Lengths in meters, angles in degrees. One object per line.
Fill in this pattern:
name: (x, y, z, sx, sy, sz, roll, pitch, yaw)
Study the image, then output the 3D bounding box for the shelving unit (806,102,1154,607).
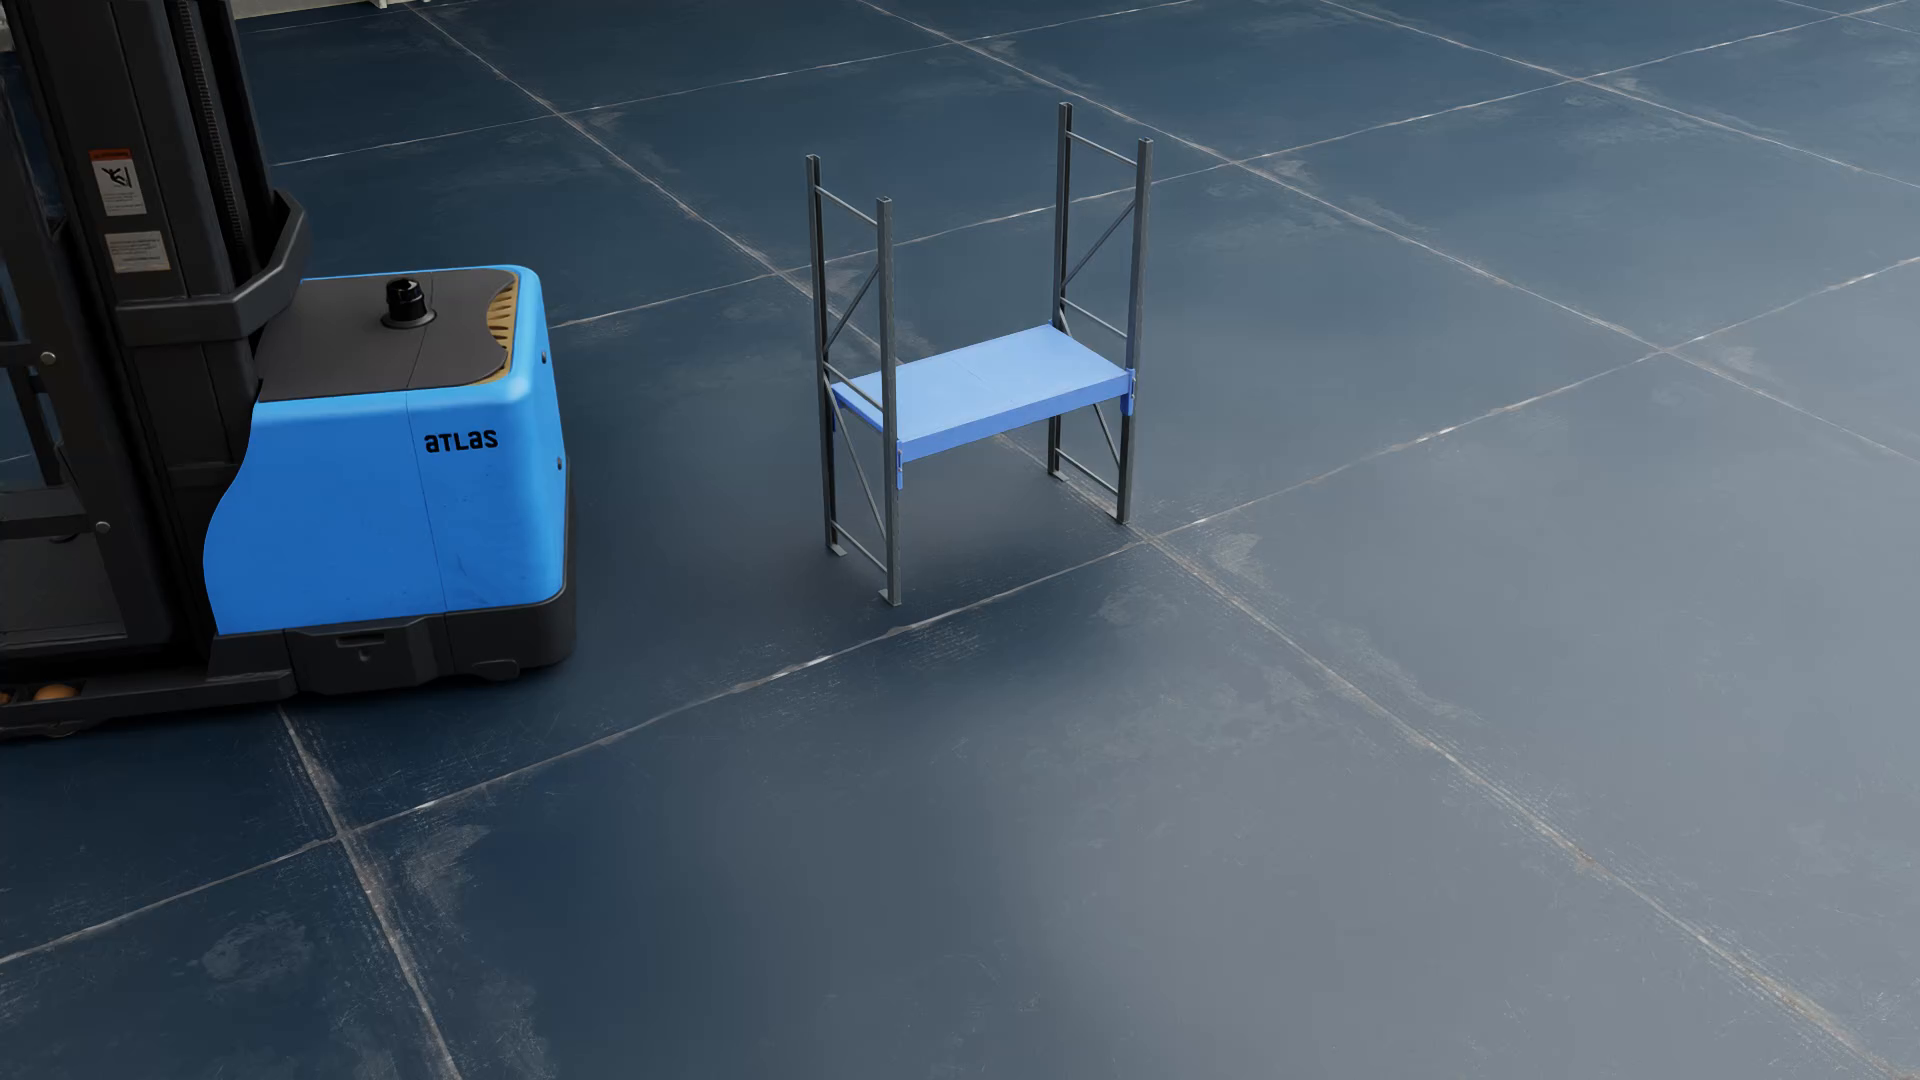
shelving unit: (0.072, -0.659, 5.889, 1.048, 1.500, 0.538, -19, 37, -27)

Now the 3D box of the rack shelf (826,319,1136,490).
rack shelf: (0.072, -0.507, 5.985, 1.000, 0.185, 0.538, -19, 37, -27)

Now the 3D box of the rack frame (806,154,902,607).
rack frame: (-0.356, -0.512, 5.656, 0.032, 1.500, 0.500, -19, 37, -27)

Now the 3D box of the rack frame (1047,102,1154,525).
rack frame: (0.499, -0.806, 6.122, 0.032, 1.500, 0.500, -19, 37, -27)

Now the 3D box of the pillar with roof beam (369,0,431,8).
pillar with roof beam: (-2.006, -6.052, 7.410, 0.400, 9.000, 9.100, -19, 37, -27)

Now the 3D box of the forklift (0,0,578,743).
forklift: (-2.853, -0.903, 4.935, 3.031, 2.935, 1.130, -6, 33, -9)
